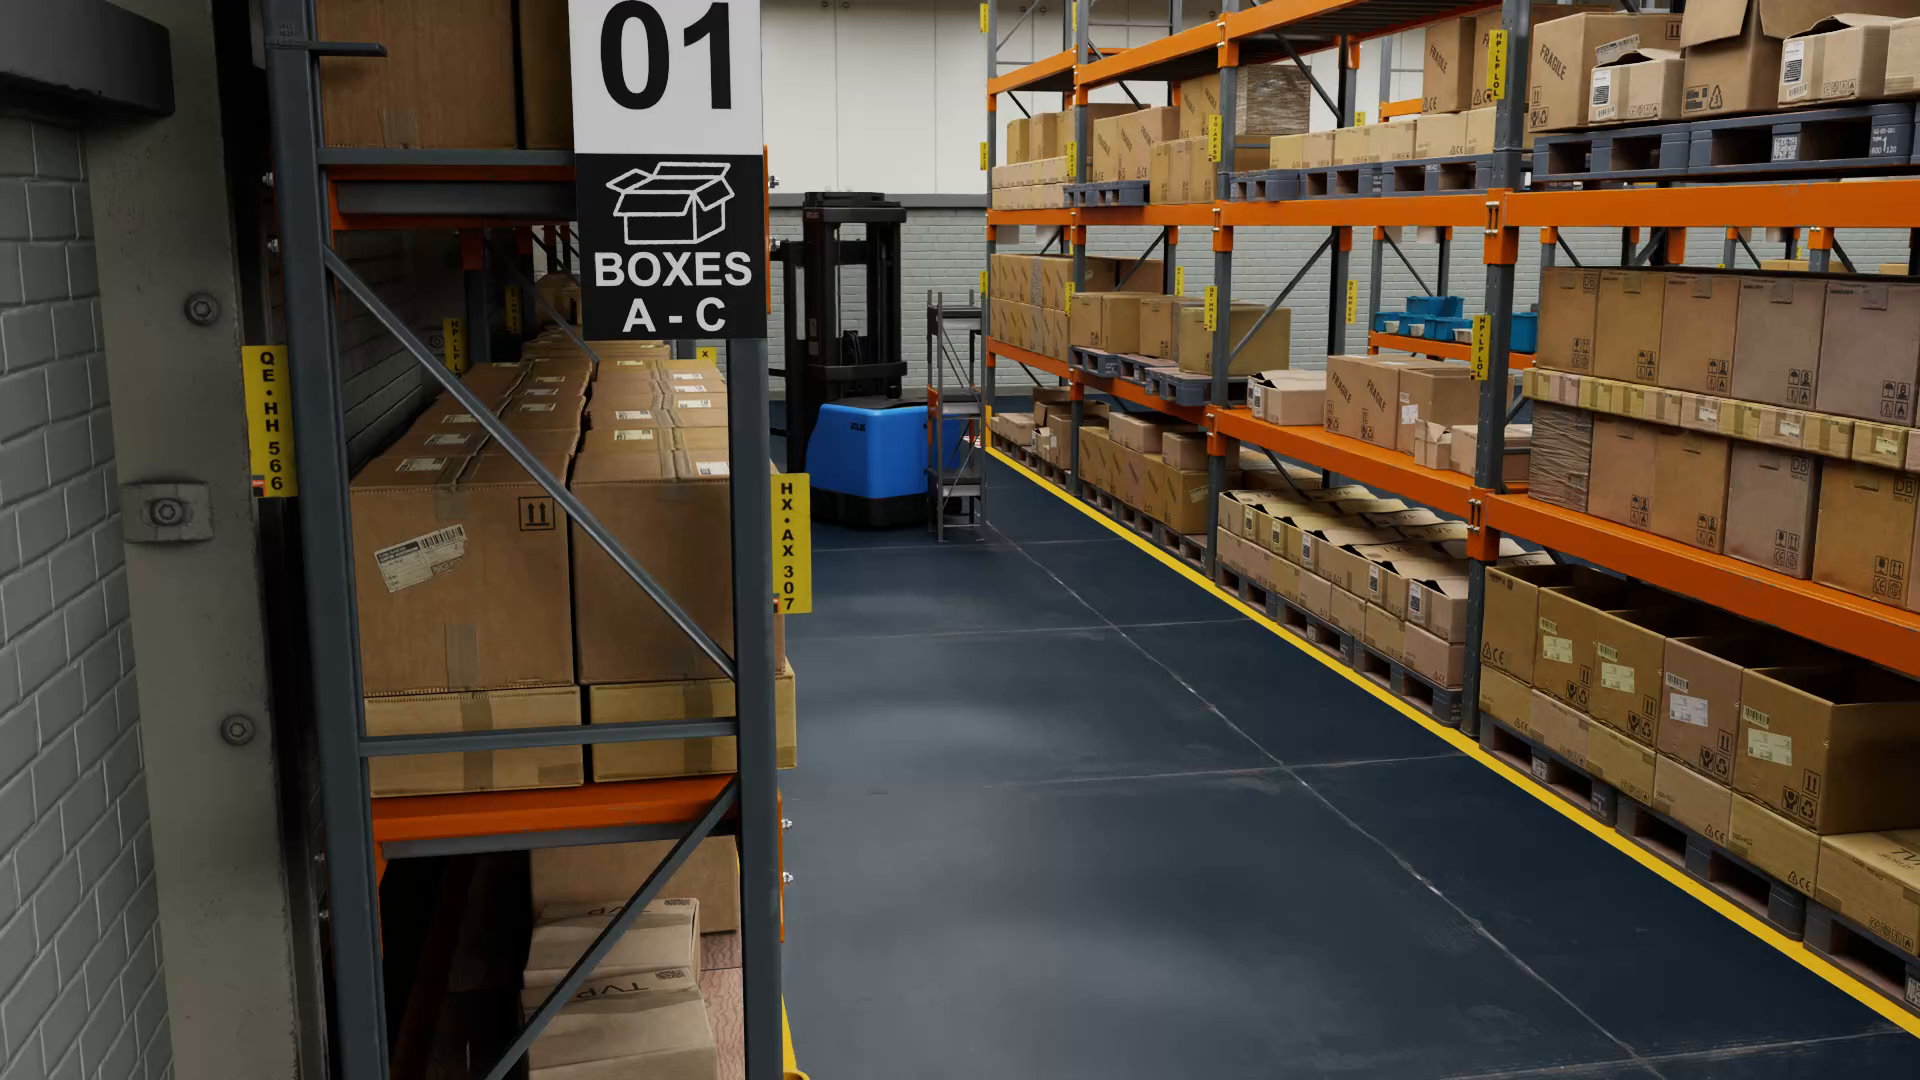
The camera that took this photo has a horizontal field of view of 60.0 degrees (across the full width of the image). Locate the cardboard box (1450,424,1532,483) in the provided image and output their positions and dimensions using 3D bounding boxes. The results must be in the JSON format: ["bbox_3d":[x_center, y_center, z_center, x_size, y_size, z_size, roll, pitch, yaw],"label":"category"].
[{"bbox_3d":[3.017,-0.475,9.072,0.500,0.250,0.500,-1,11,-7],"label":"cardboard box"}]

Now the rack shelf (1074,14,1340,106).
[{"bbox_3d":[1.989,-3.958,13.917,1.077,0.370,4.000,-2,11,-11],"label":"rack shelf"}]

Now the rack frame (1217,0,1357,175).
[{"bbox_3d":[2.378,-4.141,11.885,1.000,3.000,0.127,-2,11,-11],"label":"rack frame"}]

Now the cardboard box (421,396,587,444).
[{"bbox_3d":[-1.516,-0.209,5.612,0.500,0.500,0.500,-2,11,-10],"label":"cardboard box"}]

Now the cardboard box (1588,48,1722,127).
[{"bbox_3d":[3.100,-1.964,7.211,0.500,0.311,0.500,-3,11,-14],"label":"cardboard box"}]

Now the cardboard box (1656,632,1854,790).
[{"bbox_3d":[3.233,0.687,6.788,0.500,0.500,0.500,-2,11,-11],"label":"cardboard box"}]

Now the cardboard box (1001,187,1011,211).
[{"bbox_3d":[0.757,-3.865,18.861,0.500,0.250,0.500,-2,11,-11],"label":"cardboard box"}]

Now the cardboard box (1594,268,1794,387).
[{"bbox_3d":[3.348,-0.973,7.548,0.700,0.500,0.500,-2,11,-11],"label":"cardboard box"}]

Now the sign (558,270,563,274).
[{"bbox_3d":[-4.582,-2.925,19.016,0.100,0.325,0.005,-2,11,-11],"label":"sign"}]

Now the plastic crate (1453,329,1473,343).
[{"bbox_3d":[5.826,-2.315,18.883,0.293,0.136,0.466,-2,11,-11],"label":"plastic crate"}]

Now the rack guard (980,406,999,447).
[{"bbox_3d":[0.837,-1.419,20.315,1.175,0.500,0.348,-2,11,-11],"label":"rack guard"}]

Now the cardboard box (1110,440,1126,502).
[{"bbox_3d":[1.659,-0.629,14.986,0.500,0.500,0.500,-2,11,-10],"label":"cardboard box"}]

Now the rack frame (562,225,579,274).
[{"bbox_3d":[-4.036,-2.480,19.205,1.000,3.000,0.127,-2,11,-11],"label":"rack frame"}]

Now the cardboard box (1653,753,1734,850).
[{"bbox_3d":[3.236,1.056,6.859,0.500,0.250,0.500,-2,11,-11],"label":"cardboard box"}]

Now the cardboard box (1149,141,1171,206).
[{"bbox_3d":[2.060,-2.984,13.563,0.910,0.500,0.500,-2,11,-11],"label":"cardboard box"}]

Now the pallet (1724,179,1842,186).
[{"bbox_3d":[7.184,-2.898,13.882,1.003,0.211,1.213,-2,11,-11],"label":"pallet"}]

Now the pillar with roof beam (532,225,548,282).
[{"bbox_3d":[-1.187,-6.048,21.903,9.100,9.000,0.400,-2,11,-11],"label":"pillar with roof beam"}]

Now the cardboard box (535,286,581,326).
[{"bbox_3d":[-2.823,-1.660,11.774,0.500,0.250,0.500,-2,11,-9],"label":"cardboard box"}]

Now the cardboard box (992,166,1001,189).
[{"bbox_3d":[0.666,-4.203,19.297,0.500,0.250,0.500,-2,11,-11],"label":"cardboard box"}]

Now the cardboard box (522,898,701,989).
[{"bbox_3d":[-1.082,1.324,5.231,0.500,0.311,0.500,-1,11,-6],"label":"cardboard box"}]

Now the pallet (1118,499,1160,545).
[{"bbox_3d":[2.036,-0.185,14.607,1.003,0.211,1.213,-2,11,-11],"label":"pallet"}]

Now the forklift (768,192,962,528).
[{"bbox_3d":[-1.306,-1.765,15.629,1.130,2.935,3.031,-9,14,-39],"label":"forklift"}]

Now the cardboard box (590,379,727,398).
[{"bbox_3d":[-1.117,-0.324,6.220,0.500,0.500,0.500,-2,11,-13],"label":"cardboard box"}]

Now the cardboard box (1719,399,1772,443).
[{"bbox_3d":[3.323,-0.488,6.734,0.380,0.149,0.250,-2,11,-11],"label":"cardboard box"}]

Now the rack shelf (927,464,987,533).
[{"bbox_3d":[-0.032,-0.361,14.293,0.431,0.518,0.480,-2,11,-11],"label":"rack shelf"}]

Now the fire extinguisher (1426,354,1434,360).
[{"bbox_3d":[6.098,-2.663,21.372,0.296,0.674,0.183,-2,11,-11],"label":"fire extinguisher"}]

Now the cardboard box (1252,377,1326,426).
[{"bbox_3d":[2.362,-0.979,11.556,0.500,0.311,0.500,-2,11,-12],"label":"cardboard box"}]

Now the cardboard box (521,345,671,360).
[{"bbox_3d":[-1.870,-0.742,8.628,0.700,0.500,0.500,-1,11,-5],"label":"cardboard box"}]

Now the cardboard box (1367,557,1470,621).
[{"bbox_3d":[2.688,0.250,9.593,0.500,0.311,0.500,-2,11,-9],"label":"cardboard box"}]

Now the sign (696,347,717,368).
[{"bbox_3d":[-1.172,-0.726,7.672,0.100,0.325,0.005,-2,11,-11],"label":"sign"}]

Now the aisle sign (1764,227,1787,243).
[{"bbox_3d":[10.820,-4.322,21.928,0.394,0.787,0.004,-2,11,-11],"label":"aisle sign"}]

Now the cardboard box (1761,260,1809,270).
[{"bbox_3d":[10.466,-3.272,20.964,0.500,0.500,0.500,-2,11,-12],"label":"cardboard box"}]

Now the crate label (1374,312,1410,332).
[{"bbox_3d":[5.406,-2.730,20.807,0.416,0.233,0.303,-2,11,-11],"label":"crate label"}]

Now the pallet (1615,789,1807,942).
[{"bbox_3d":[3.510,1.281,6.900,1.003,0.211,1.213,-2,11,-11],"label":"pallet"}]

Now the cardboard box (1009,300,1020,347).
[{"bbox_3d":[0.850,-2.433,18.687,0.500,0.500,0.500,-2,11,-11],"label":"cardboard box"}]

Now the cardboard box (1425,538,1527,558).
[{"bbox_3d":[3.126,0.137,10.185,0.500,0.311,0.500,-2,11,-13],"label":"cardboard box"}]

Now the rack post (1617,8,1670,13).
[{"bbox_3d":[6.592,-4.861,15.872,0.937,0.300,0.954,-2,11,-12],"label":"rack post"}]

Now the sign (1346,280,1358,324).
[{"bbox_3d":[2.922,-1.783,12.447,0.100,0.325,0.005,-2,11,-11],"label":"sign"}]

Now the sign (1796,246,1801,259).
[{"bbox_3d":[11.075,-3.723,22.004,0.100,0.325,0.005,-2,11,-11],"label":"sign"}]

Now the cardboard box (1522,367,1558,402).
[{"bbox_3d":[3.018,-0.772,8.226,0.380,0.149,0.250,-2,11,-11],"label":"cardboard box"}]

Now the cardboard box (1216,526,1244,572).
[{"bbox_3d":[2.192,0.057,12.103,0.500,0.250,0.500,-2,11,-11],"label":"cardboard box"}]

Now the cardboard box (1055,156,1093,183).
[{"bbox_3d":[1.239,-3.652,16.404,0.500,0.250,0.500,-2,11,-11],"label":"cardboard box"}]

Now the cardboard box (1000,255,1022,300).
[{"bbox_3d":[0.759,-3.015,19.072,0.500,0.500,0.500,-2,11,-10],"label":"cardboard box"}]

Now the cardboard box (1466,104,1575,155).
[{"bbox_3d":[3.045,-2.180,8.882,0.500,0.250,0.500,-1,11,-5],"label":"cardboard box"}]

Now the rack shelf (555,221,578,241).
[{"bbox_3d":[-3.647,-3.234,17.064,1.077,0.370,4.000,-2,11,-11],"label":"rack shelf"}]

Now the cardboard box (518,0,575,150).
[{"bbox_3d":[-0.744,-1.149,3.866,0.500,0.500,0.500,-2,11,-10],"label":"cardboard box"}]

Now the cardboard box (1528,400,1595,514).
[{"bbox_3d":[3.248,-0.428,8.156,0.700,0.500,0.500,-2,11,-12],"label":"cardboard box"}]

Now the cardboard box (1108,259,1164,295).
[{"bbox_3d":[1.784,-2.564,16.706,0.500,0.500,0.500,-2,11,-10],"label":"cardboard box"}]

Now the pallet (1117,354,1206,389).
[{"bbox_3d":[1.995,-1.456,14.337,1.003,0.211,1.213,-2,11,-11],"label":"pallet"}]

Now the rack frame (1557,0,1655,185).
[{"bbox_3d":[6.459,-5.054,16.682,1.000,3.000,0.127,-2,11,-11],"label":"rack frame"}]

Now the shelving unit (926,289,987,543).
[{"bbox_3d":[-0.032,-1.062,14.160,0.431,2.100,0.503,-2,11,-11],"label":"shelving unit"}]

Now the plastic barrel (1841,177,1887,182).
[{"bbox_3d":[6.997,-2.834,12.740,0.421,0.512,0.421,0,11,0],"label":"plastic barrel"}]

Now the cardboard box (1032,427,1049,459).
[{"bbox_3d":[1.065,-1.054,17.728,0.500,0.311,0.500,-2,11,-11],"label":"cardboard box"}]

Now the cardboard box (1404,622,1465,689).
[{"bbox_3d":[2.791,0.619,9.154,0.500,0.250,0.500,-2,11,-12],"label":"cardboard box"}]

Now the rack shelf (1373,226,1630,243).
[{"bbox_3d":[6.070,-3.594,18.957,1.077,0.370,4.000,-2,11,-11],"label":"rack shelf"}]

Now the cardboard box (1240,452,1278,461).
[{"bbox_3d":[2.370,-0.464,14.120,0.500,0.500,0.500,-2,11,-12],"label":"cardboard box"}]

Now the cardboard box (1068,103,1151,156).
[{"bbox_3d":[1.468,-4.029,16.379,0.700,0.500,0.500,-2,11,-11],"label":"cardboard box"}]
